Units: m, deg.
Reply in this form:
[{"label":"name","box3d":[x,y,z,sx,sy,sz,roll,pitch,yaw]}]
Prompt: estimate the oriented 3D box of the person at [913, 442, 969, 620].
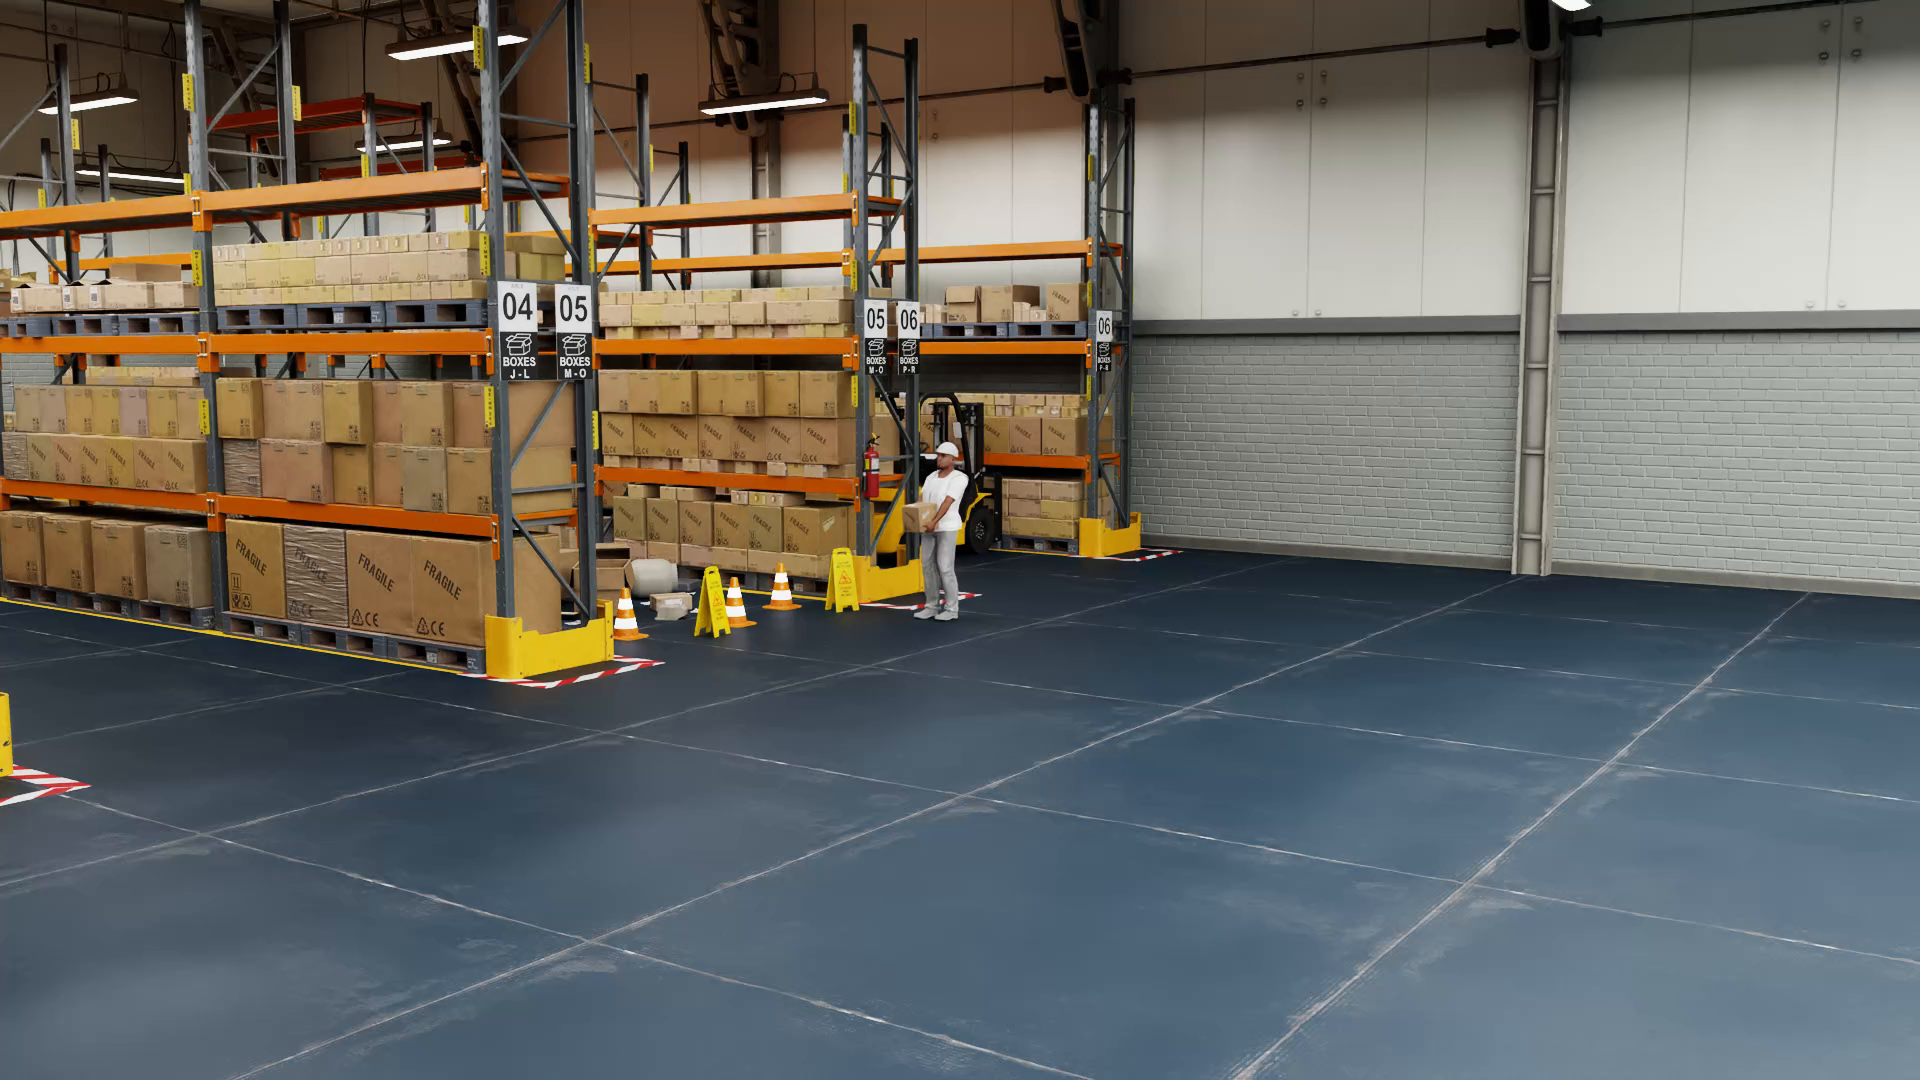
[{"label":"person","box3d":[-0.249,-0.084,16.468,0.587,1.760,0.503,-6,9,-44]}]
